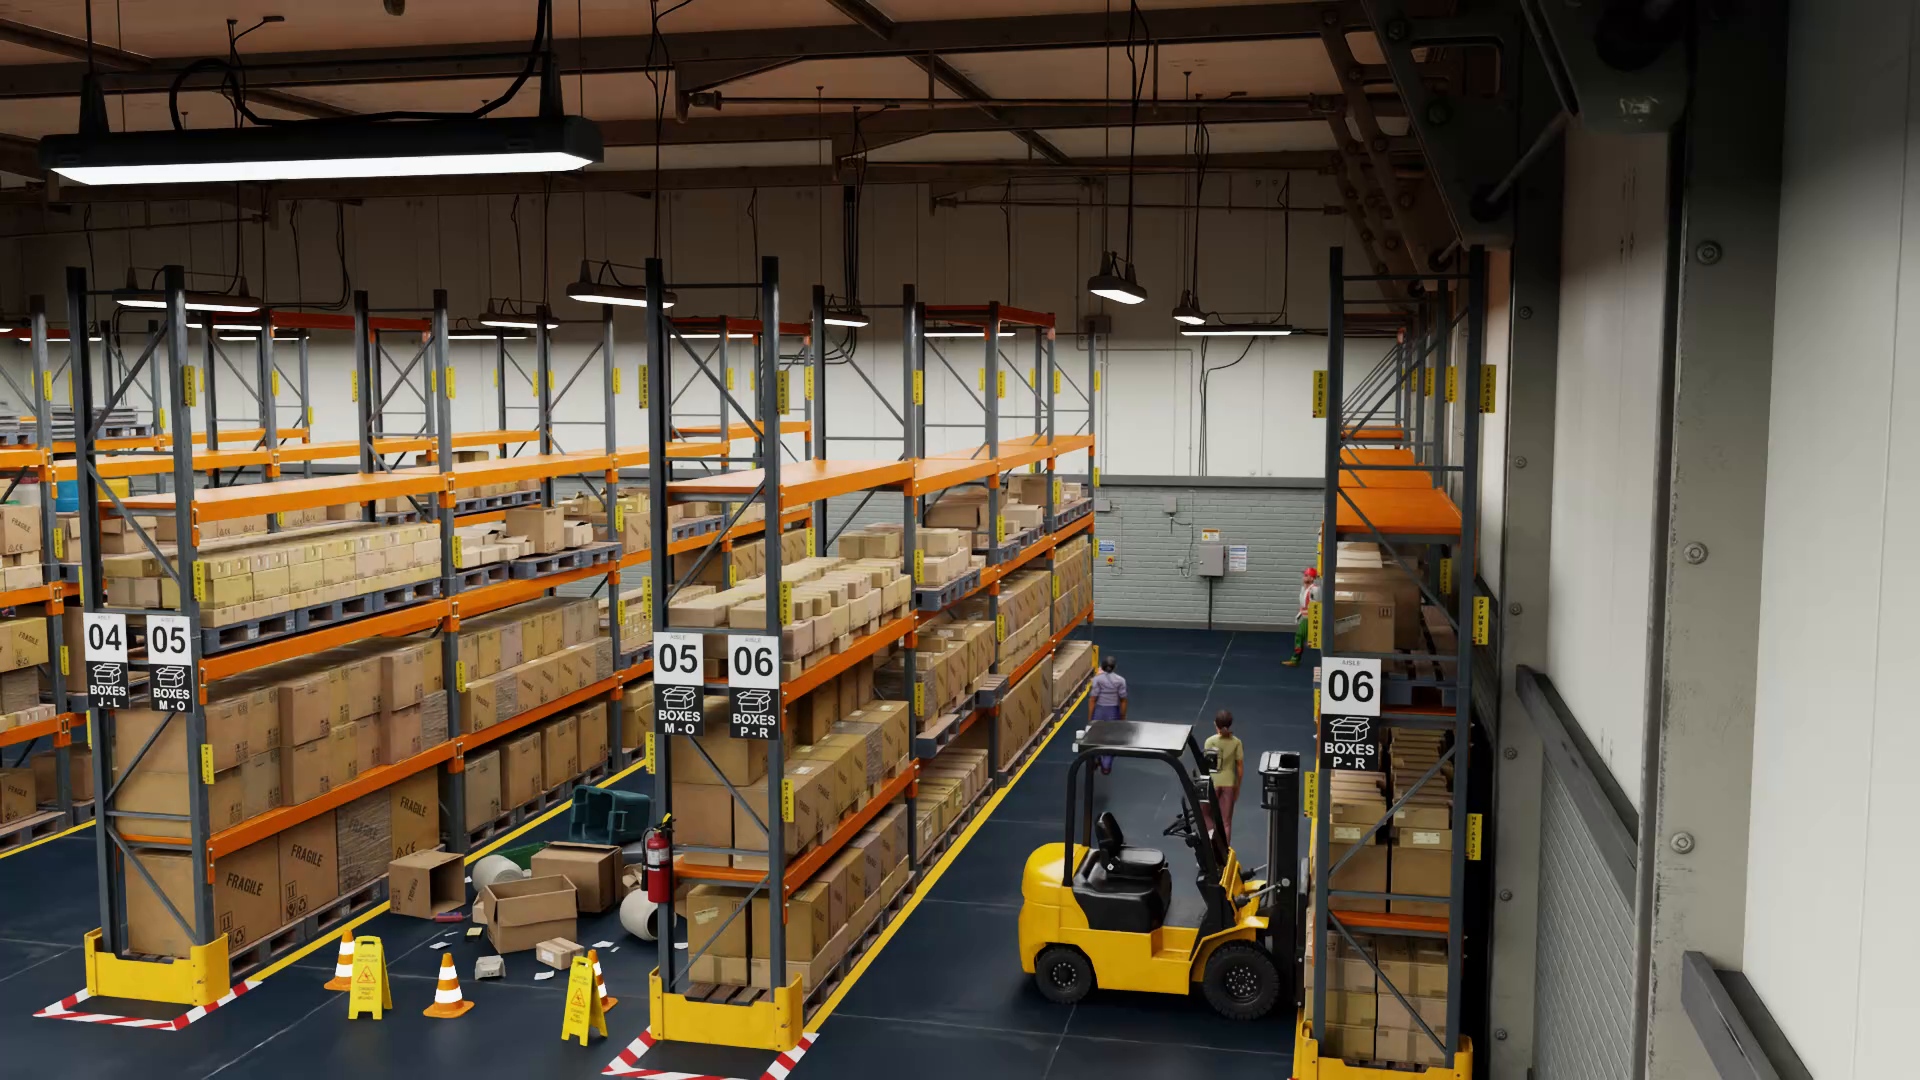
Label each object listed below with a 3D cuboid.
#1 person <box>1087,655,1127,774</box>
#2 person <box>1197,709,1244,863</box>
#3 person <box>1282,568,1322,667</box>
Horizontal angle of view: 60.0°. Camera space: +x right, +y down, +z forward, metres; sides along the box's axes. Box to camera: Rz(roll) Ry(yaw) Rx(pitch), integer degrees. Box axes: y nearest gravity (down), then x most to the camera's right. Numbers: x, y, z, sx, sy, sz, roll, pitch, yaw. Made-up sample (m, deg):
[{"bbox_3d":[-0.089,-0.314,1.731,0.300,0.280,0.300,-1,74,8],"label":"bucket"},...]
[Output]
[{"bbox_3d":[1.798,2.150,20.402,0.502,1.479,0.705,1,6,9],"label":"person"},{"bbox_3d":[2.721,2.621,17.266,0.459,1.715,0.595,0,6,1],"label":"person"},{"bbox_3d":[6.162,1.351,29.105,1.034,1.752,0.518,1,6,6],"label":"person"}]
